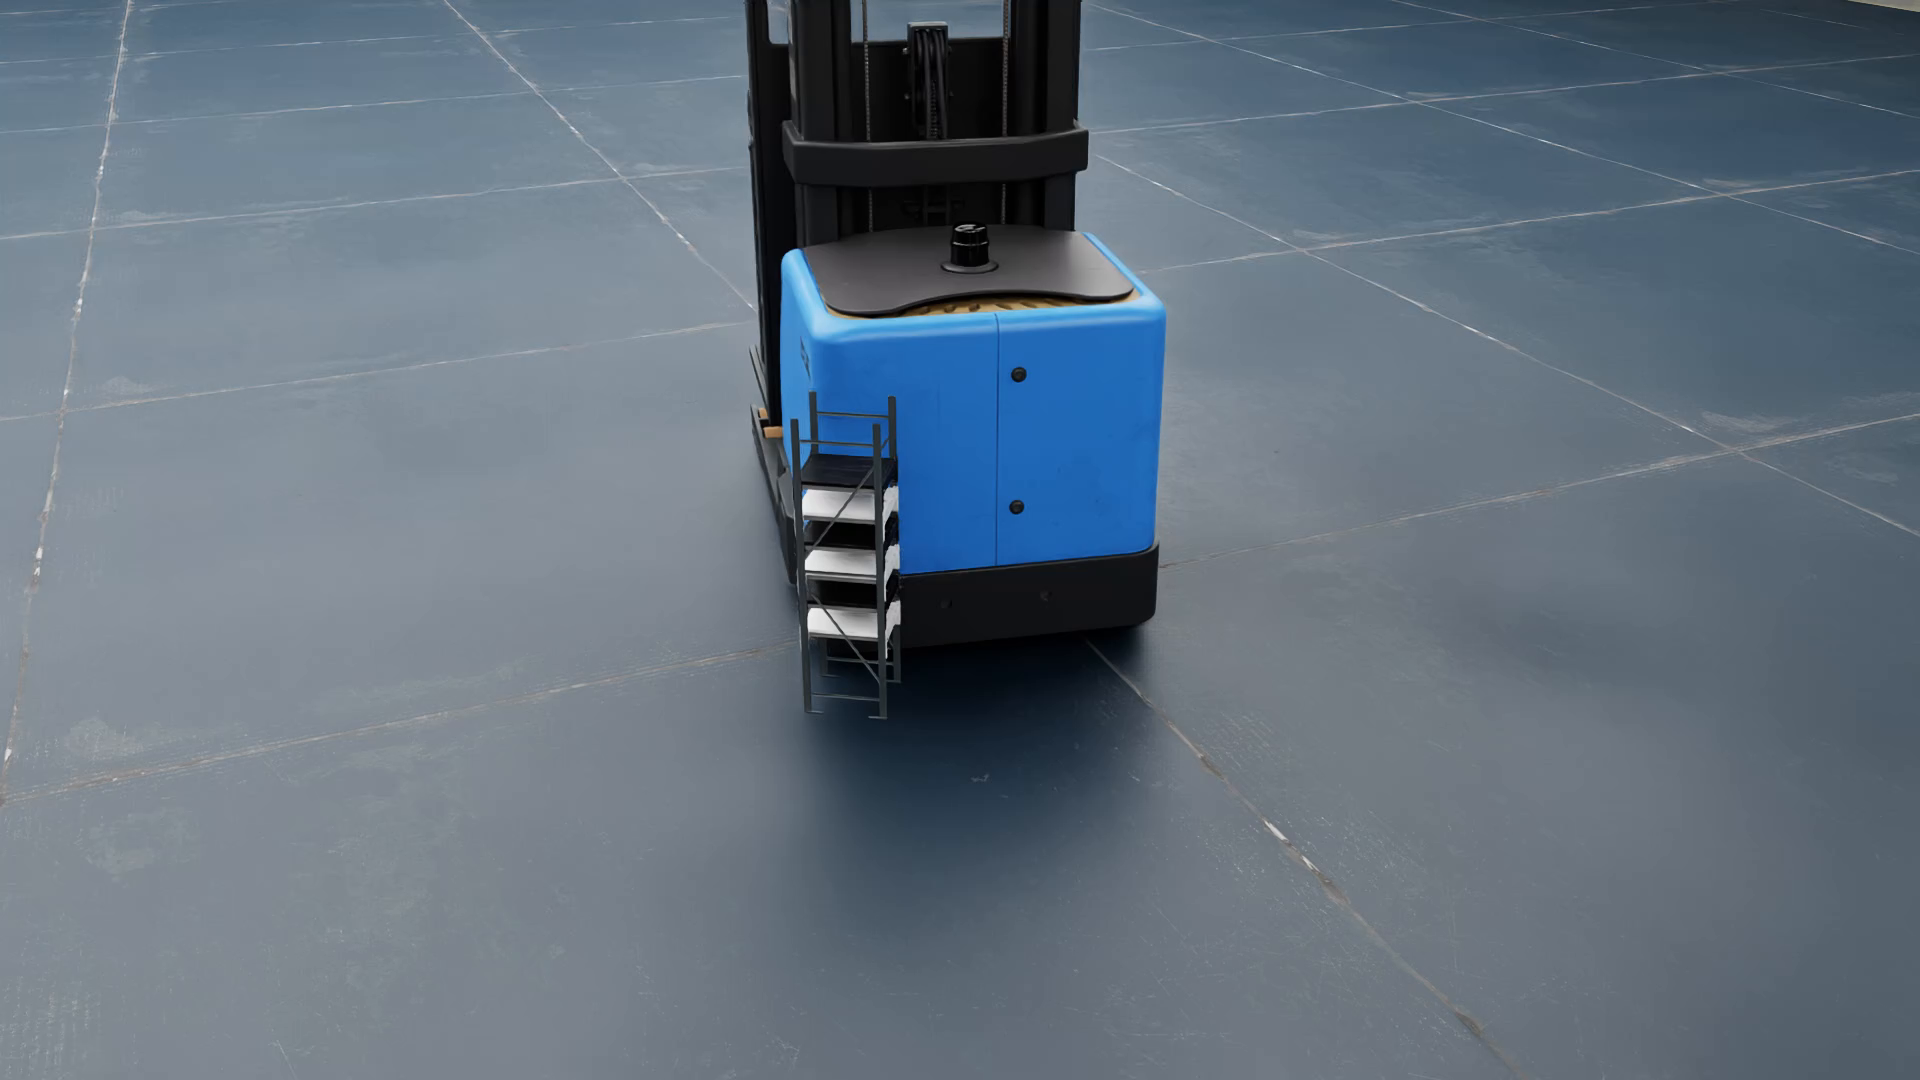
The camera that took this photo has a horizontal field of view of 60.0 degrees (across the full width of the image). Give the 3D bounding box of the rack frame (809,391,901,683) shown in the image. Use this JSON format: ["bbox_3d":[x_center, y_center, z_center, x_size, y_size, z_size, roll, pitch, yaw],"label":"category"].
[{"bbox_3d":[-0.293,0.007,4.710,0.240,0.900,0.006,4,26,8],"label":"rack frame"}]

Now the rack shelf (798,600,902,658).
[{"bbox_3d":[-0.309,0.243,4.713,0.258,0.077,0.200,4,26,8],"label":"rack shelf"}]

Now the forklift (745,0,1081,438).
[{"bbox_3d":[-0.205,-1.597,5.753,1.118,2.867,2.937,-5,26,-10],"label":"forklift"}]

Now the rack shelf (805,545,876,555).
[{"bbox_3d":[-0.309,-0.013,4.588,0.199,0.015,0.184,4,26,8],"label":"rack shelf"}]

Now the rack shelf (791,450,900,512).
[{"bbox_3d":[-0.309,-0.162,4.516,0.258,0.077,0.200,4,26,8],"label":"rack shelf"}]

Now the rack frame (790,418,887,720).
[{"bbox_3d":[-0.325,0.095,4.530,0.240,0.900,0.006,4,26,8],"label":"rack frame"}]

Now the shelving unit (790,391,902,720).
[{"bbox_3d":[-0.309,0.051,4.620,0.258,0.900,0.210,4,26,8],"label":"shelving unit"}]

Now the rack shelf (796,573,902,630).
[{"bbox_3d":[-0.309,0.162,4.674,0.258,0.077,0.200,4,26,8],"label":"rack shelf"}]

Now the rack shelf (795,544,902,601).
[{"bbox_3d":[-0.309,0.081,4.634,0.258,0.077,0.200,4,26,8],"label":"rack shelf"}]

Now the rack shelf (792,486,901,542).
[{"bbox_3d":[-0.309,-0.081,4.555,0.258,0.077,0.200,4,26,8],"label":"rack shelf"}]

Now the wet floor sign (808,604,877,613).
[{"bbox_3d":[-4.271,2.034,0.849,8.601,0.644,8.304,-1,26,-3],"label":"wet floor sign"}]
